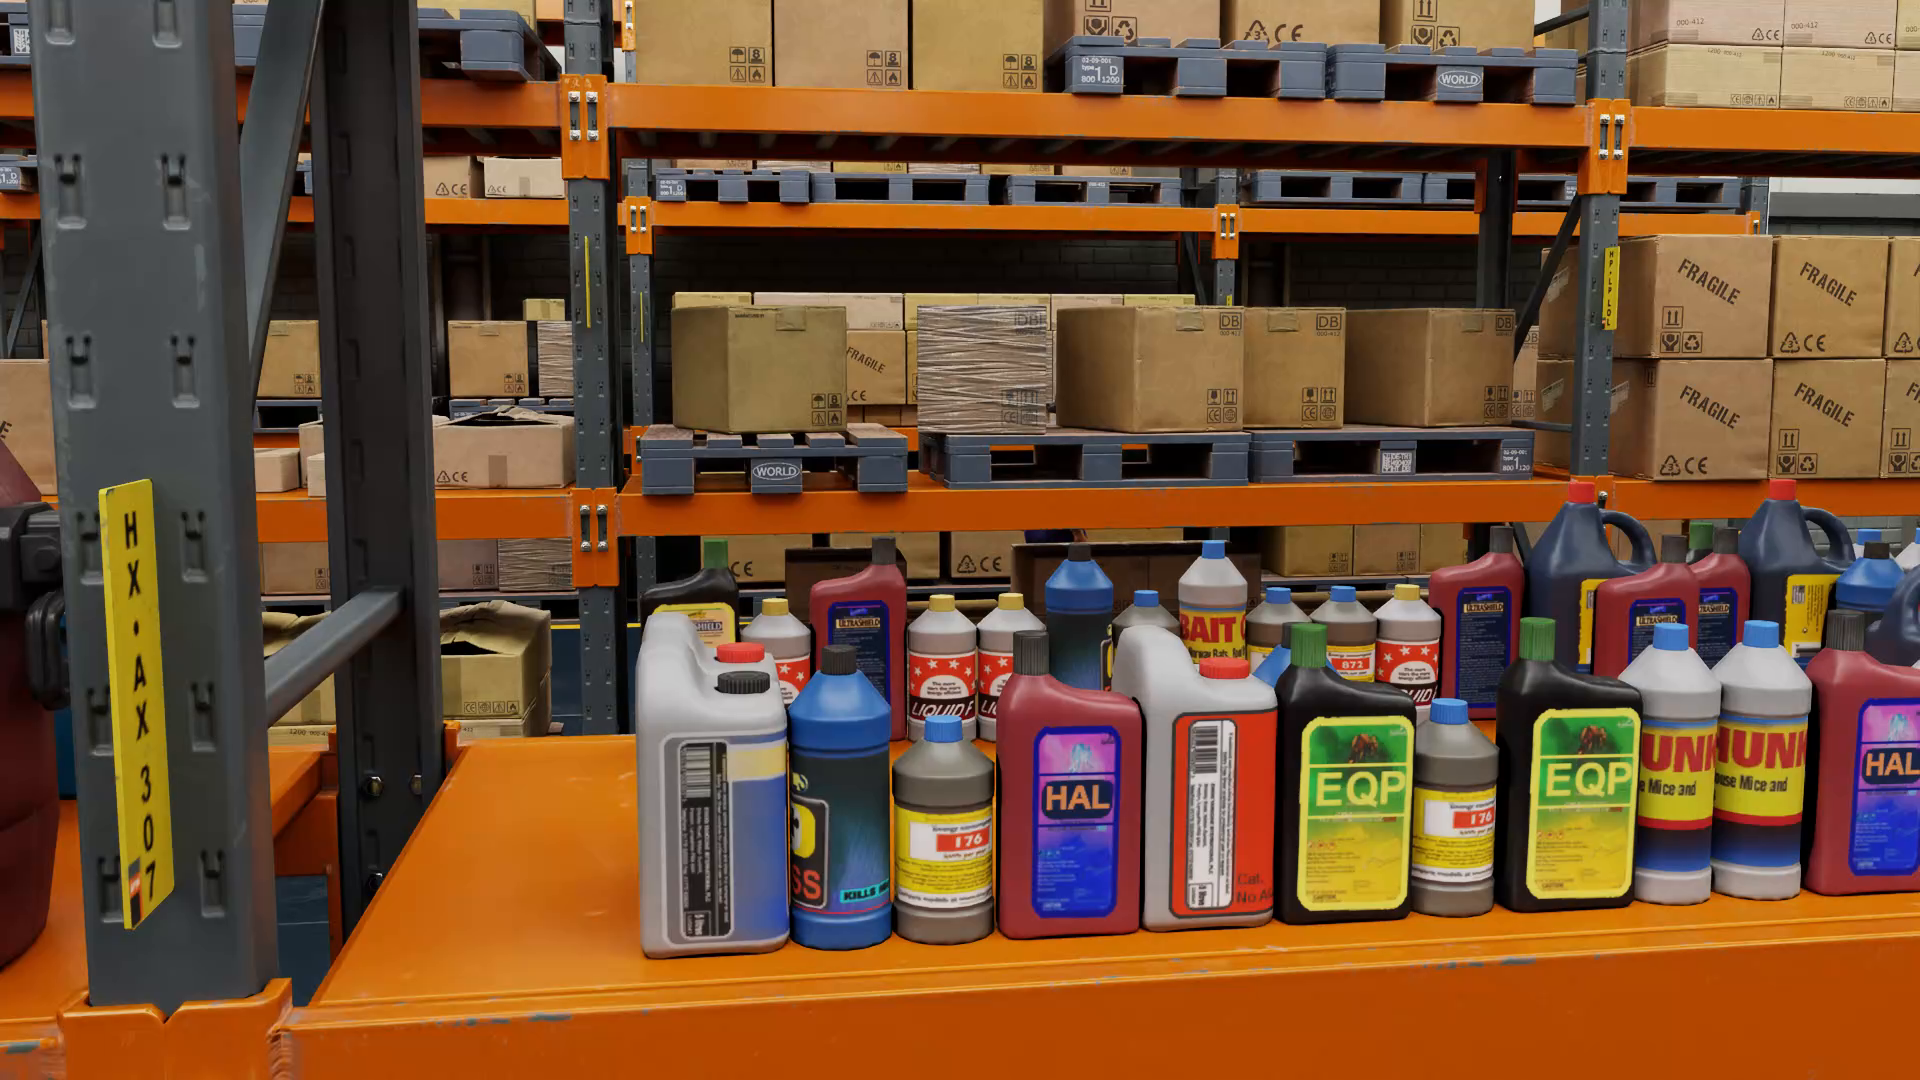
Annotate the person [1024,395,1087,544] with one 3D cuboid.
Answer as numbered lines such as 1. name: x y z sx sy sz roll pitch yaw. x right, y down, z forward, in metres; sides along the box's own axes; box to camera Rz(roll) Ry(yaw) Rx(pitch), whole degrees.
1. person: 0.588 -0.037 9.191 0.422 1.652 0.561 -1 7 -12
